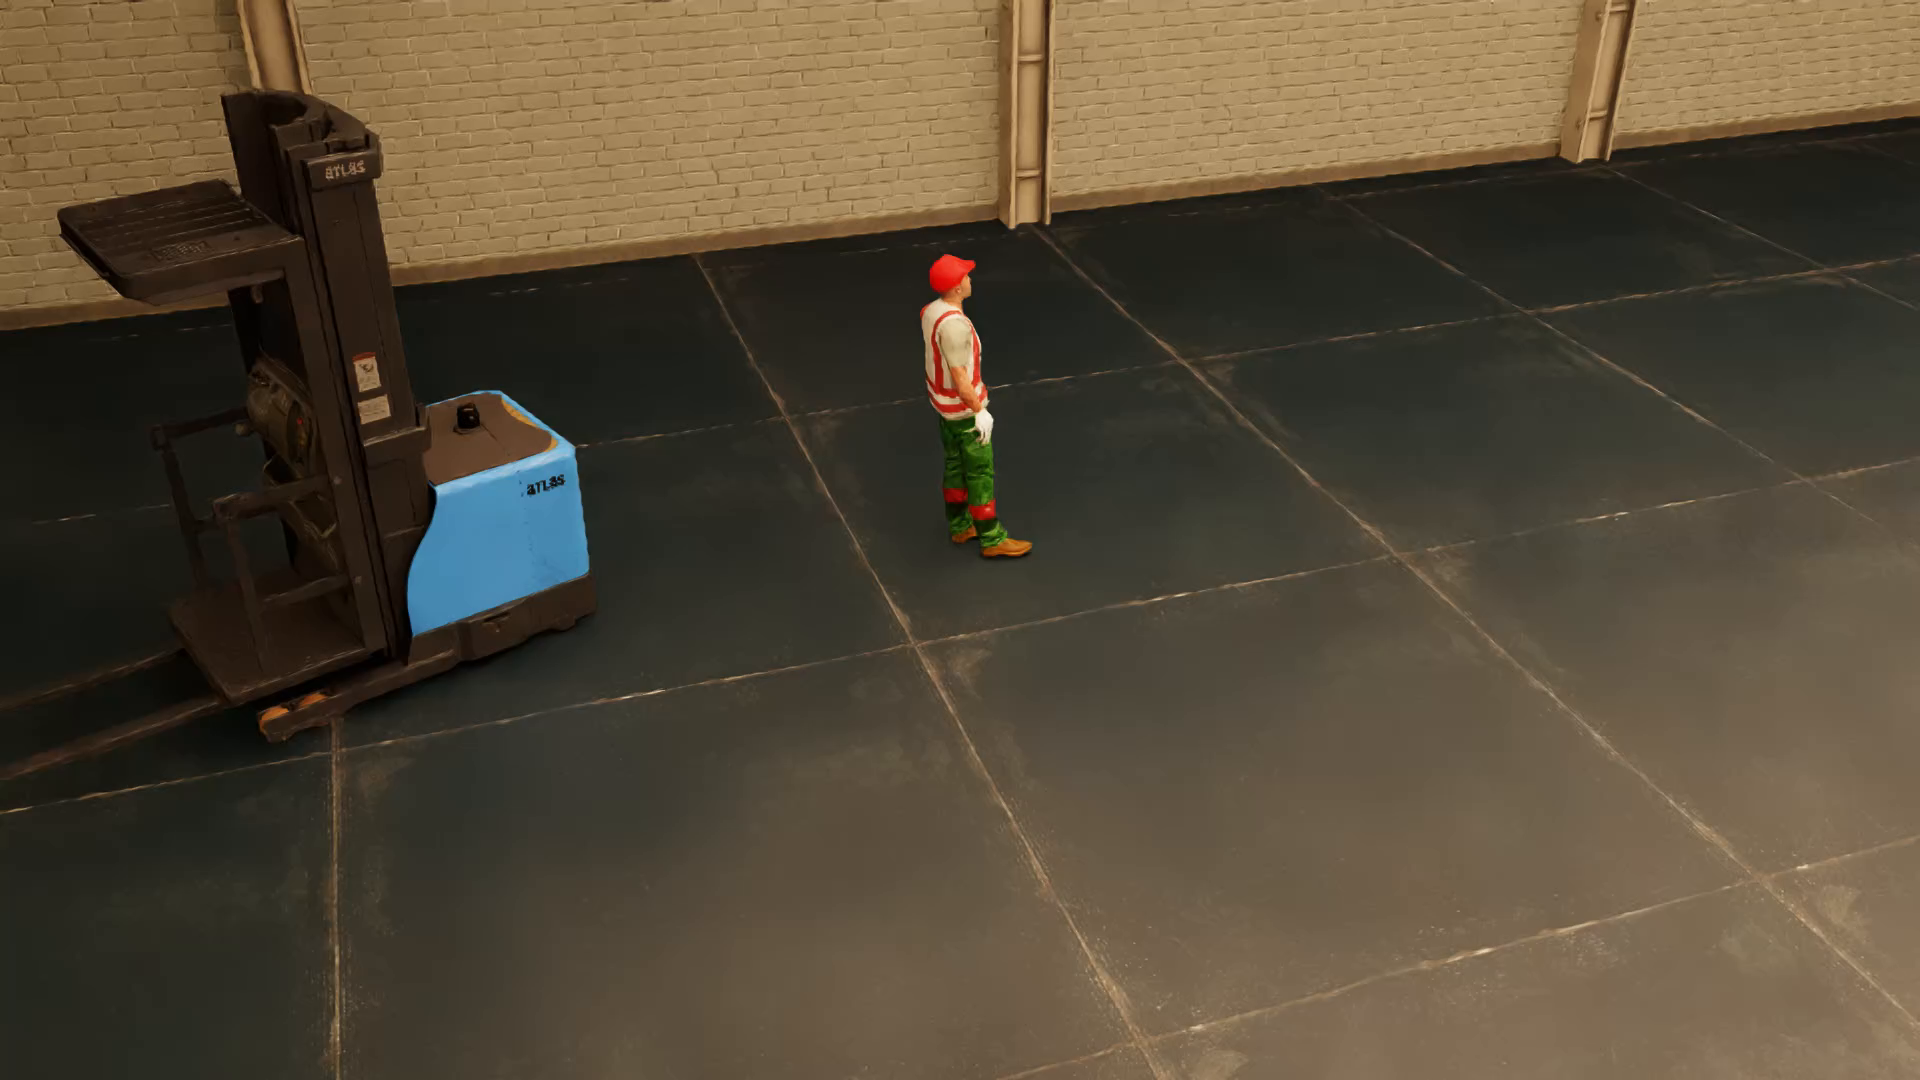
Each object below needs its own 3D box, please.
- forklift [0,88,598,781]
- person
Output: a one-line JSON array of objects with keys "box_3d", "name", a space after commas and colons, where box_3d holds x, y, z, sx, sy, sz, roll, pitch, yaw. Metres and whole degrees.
[{"box_3d": [-3.483, -0.565, 8.069, 3.031, 2.935, 1.130, -22, 36, -33], "name": "forklift"}, {"box_3d": [0.080, -0.789, 9.589, 0.563, 1.787, 0.637, -10, 31, -16], "name": "person"}]
